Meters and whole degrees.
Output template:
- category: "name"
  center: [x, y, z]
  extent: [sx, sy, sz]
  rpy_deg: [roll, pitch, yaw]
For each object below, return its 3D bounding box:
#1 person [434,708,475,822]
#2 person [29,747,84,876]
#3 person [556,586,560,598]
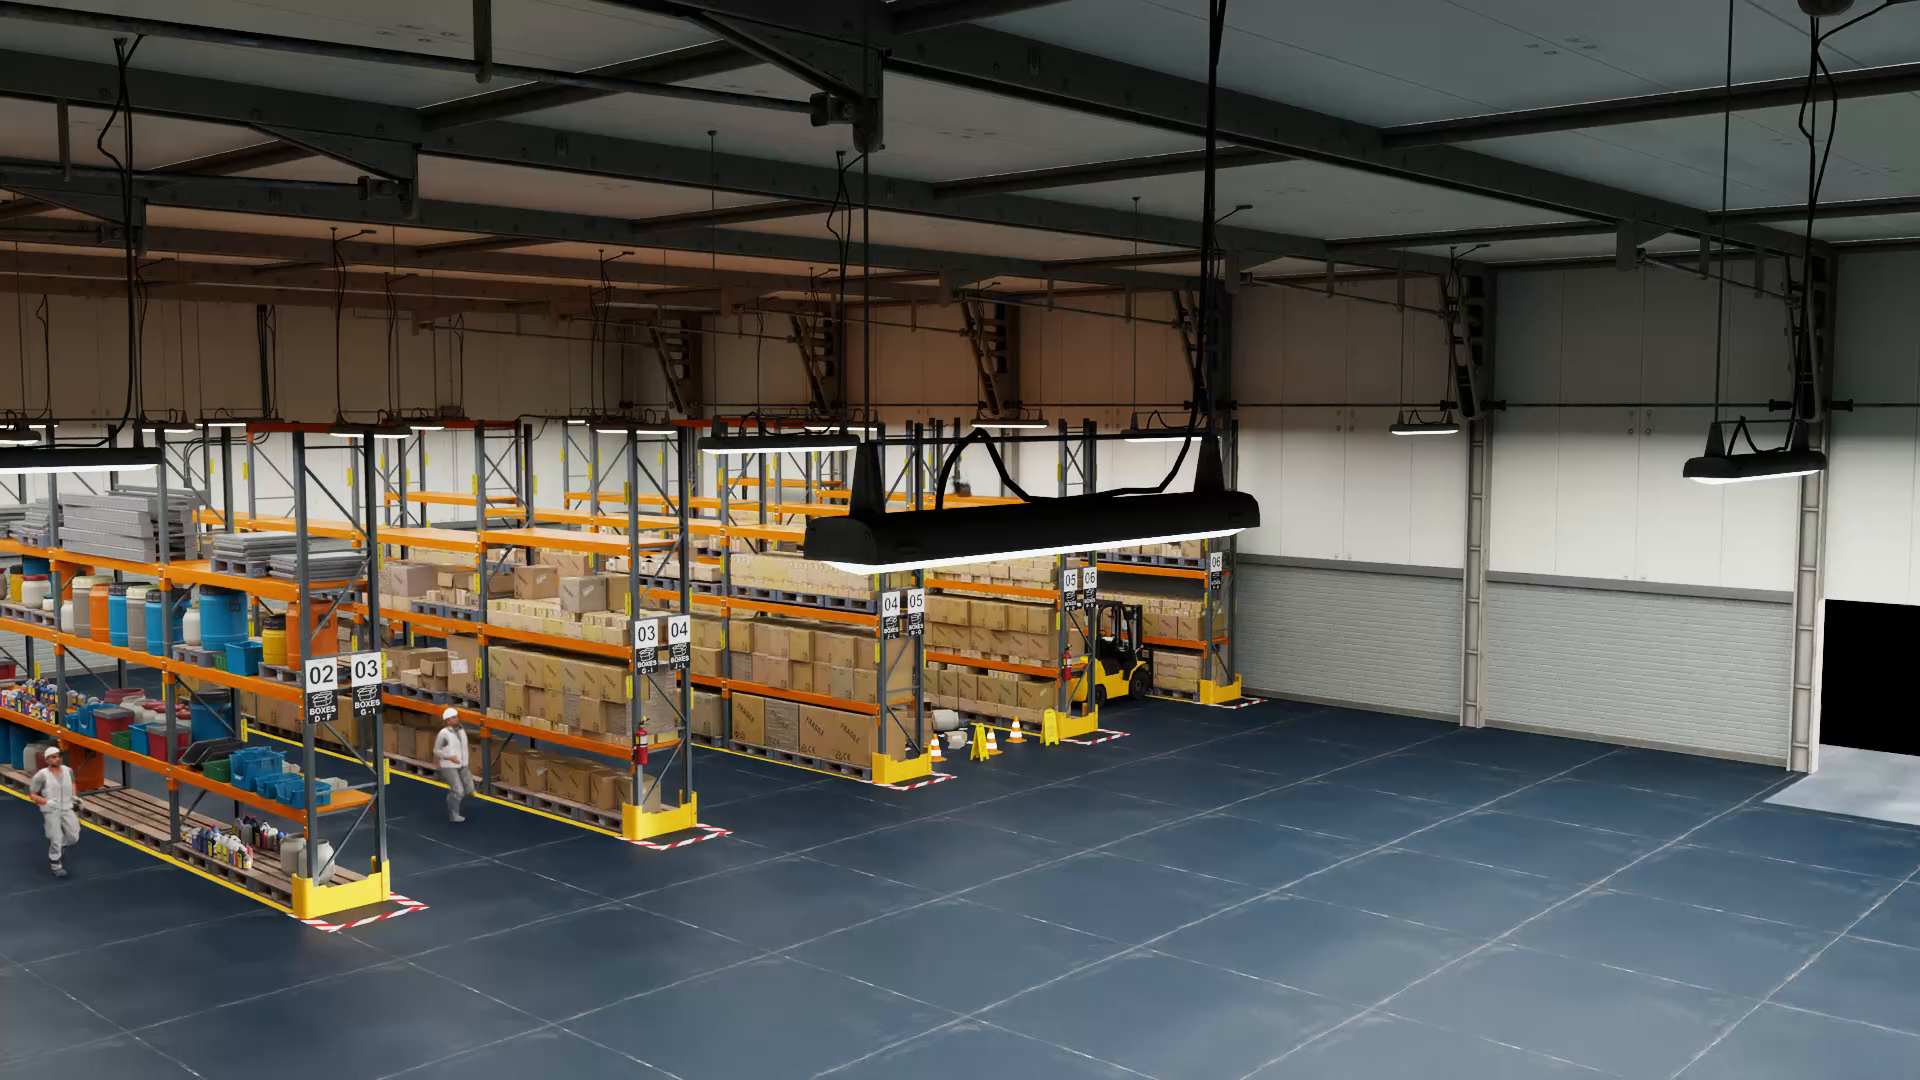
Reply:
- category: "person"
  center: [-7.651, 3.407, 25.210]
  extent: [0.604, 1.722, 0.652]
  rpy_deg: [3, 5, 31]
- category: "person"
  center: [-12.104, 3.639, 22.316]
  extent: [0.589, 1.742, 0.655]
  rpy_deg: [3, 6, 36]
- category: "person"
  center: [-10.452, 1.992, 43.467]
  extent: [0.673, 1.661, 0.689]
  rpy_deg: [-2, 5, -24]
